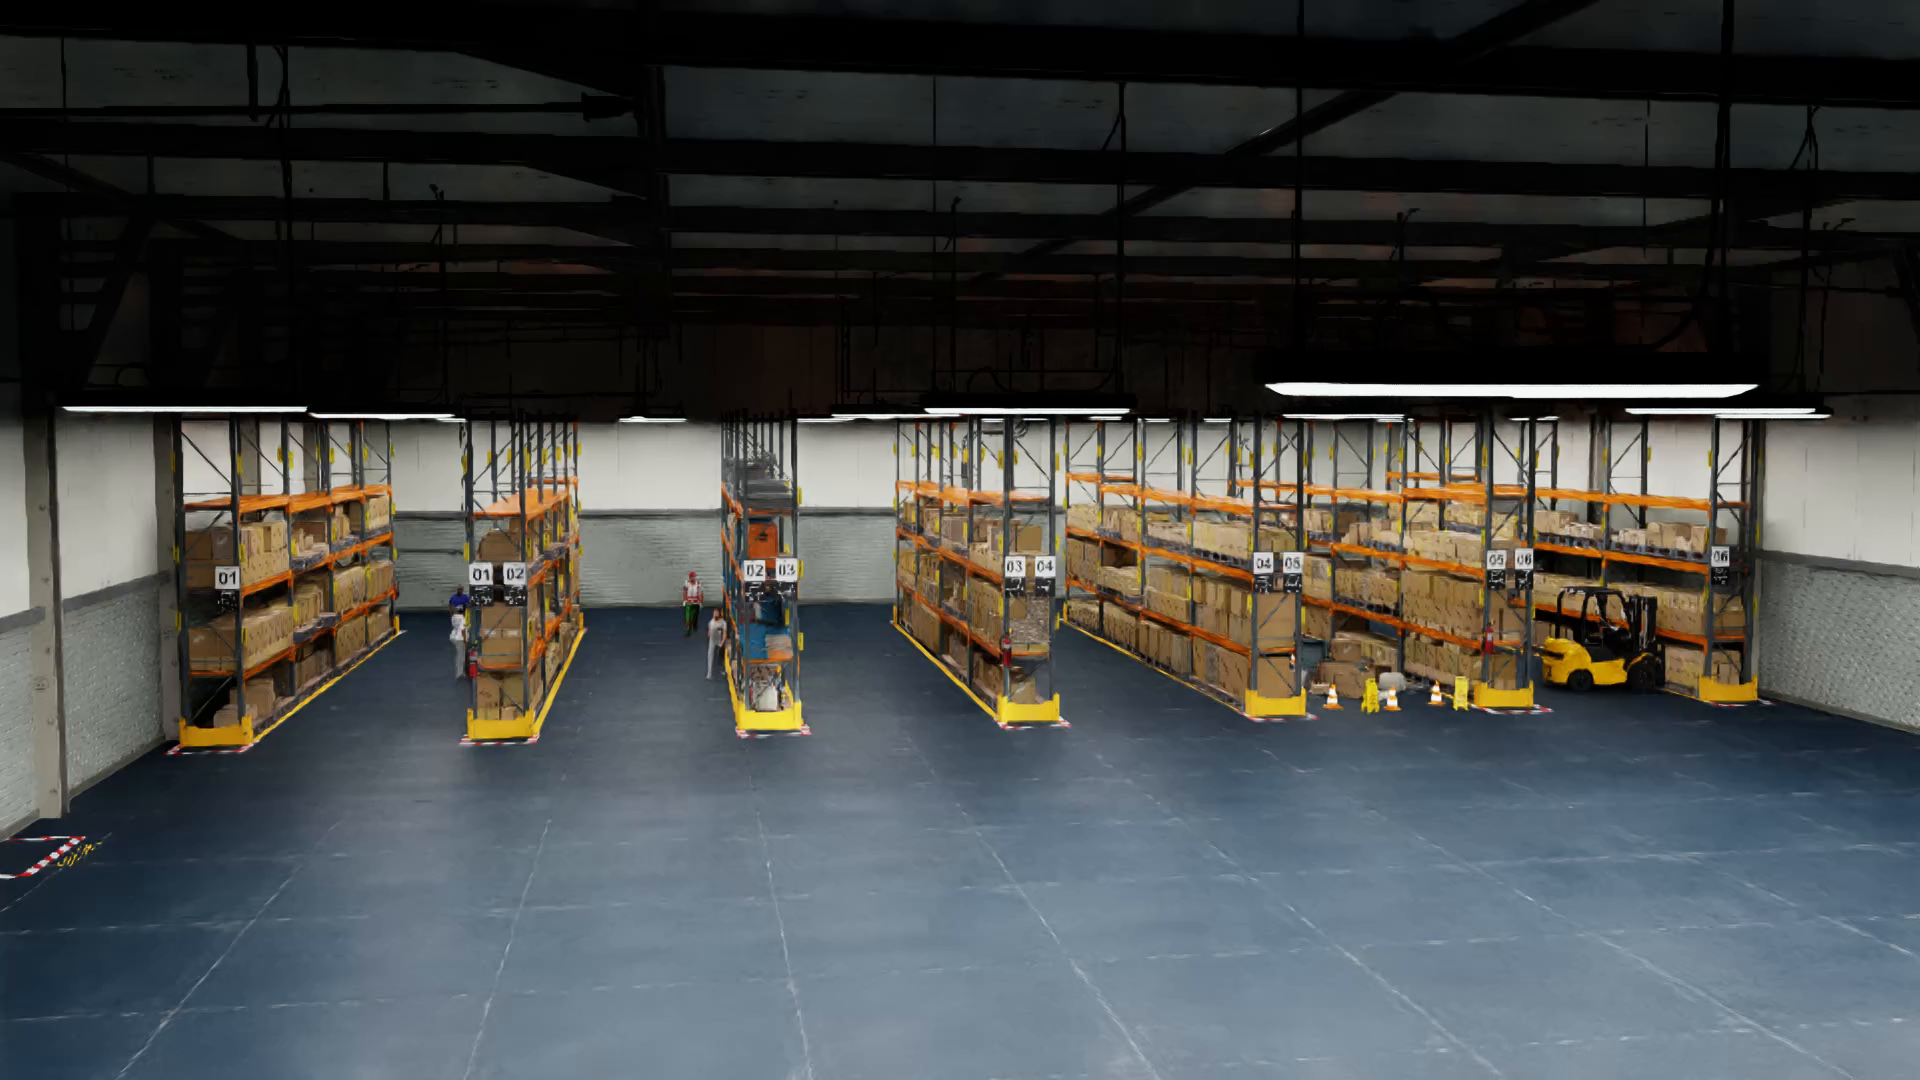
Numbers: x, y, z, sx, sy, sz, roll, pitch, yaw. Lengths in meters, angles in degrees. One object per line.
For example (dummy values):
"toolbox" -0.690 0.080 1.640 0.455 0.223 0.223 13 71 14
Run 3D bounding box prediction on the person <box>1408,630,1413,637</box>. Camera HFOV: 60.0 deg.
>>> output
"person" 11.512 1.873 42.345 0.498 1.765 0.625 1 4 20

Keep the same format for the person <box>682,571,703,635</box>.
"person" -7.279 1.691 45.300 0.551 1.707 1.109 -1 4 -11

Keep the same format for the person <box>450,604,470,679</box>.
"person" -11.219 2.274 37.406 0.449 1.668 0.530 -4 5 -41

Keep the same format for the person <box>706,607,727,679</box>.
"person" -5.448 2.300 37.366 0.445 1.603 1.019 0 4 0

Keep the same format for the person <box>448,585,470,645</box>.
"person" -12.896 1.937 42.922 0.592 1.604 0.518 -1 4 -12
